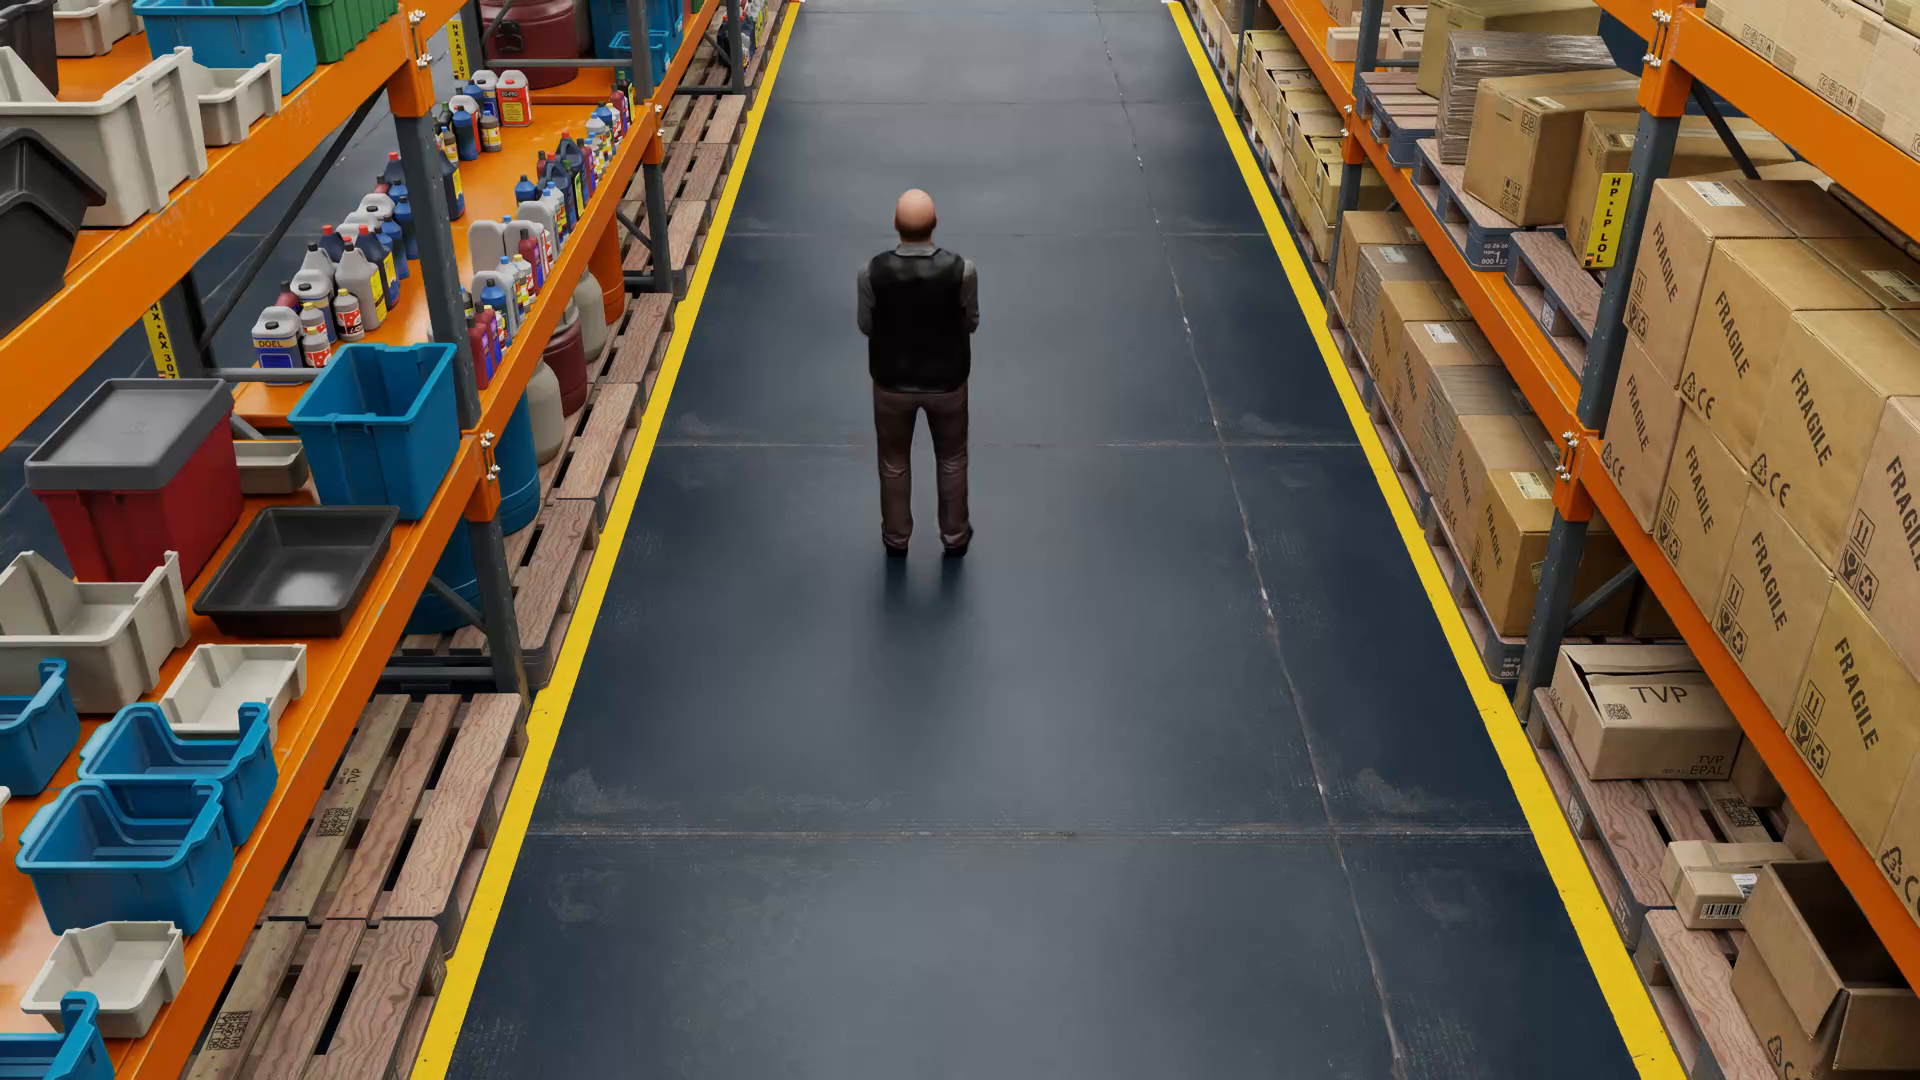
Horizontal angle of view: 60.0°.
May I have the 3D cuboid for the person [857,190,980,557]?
[{"bbox_3d":[-0.181,-0.701,7.388,0.532,1.641,0.522,0,31,-1],"label":"person"}]
